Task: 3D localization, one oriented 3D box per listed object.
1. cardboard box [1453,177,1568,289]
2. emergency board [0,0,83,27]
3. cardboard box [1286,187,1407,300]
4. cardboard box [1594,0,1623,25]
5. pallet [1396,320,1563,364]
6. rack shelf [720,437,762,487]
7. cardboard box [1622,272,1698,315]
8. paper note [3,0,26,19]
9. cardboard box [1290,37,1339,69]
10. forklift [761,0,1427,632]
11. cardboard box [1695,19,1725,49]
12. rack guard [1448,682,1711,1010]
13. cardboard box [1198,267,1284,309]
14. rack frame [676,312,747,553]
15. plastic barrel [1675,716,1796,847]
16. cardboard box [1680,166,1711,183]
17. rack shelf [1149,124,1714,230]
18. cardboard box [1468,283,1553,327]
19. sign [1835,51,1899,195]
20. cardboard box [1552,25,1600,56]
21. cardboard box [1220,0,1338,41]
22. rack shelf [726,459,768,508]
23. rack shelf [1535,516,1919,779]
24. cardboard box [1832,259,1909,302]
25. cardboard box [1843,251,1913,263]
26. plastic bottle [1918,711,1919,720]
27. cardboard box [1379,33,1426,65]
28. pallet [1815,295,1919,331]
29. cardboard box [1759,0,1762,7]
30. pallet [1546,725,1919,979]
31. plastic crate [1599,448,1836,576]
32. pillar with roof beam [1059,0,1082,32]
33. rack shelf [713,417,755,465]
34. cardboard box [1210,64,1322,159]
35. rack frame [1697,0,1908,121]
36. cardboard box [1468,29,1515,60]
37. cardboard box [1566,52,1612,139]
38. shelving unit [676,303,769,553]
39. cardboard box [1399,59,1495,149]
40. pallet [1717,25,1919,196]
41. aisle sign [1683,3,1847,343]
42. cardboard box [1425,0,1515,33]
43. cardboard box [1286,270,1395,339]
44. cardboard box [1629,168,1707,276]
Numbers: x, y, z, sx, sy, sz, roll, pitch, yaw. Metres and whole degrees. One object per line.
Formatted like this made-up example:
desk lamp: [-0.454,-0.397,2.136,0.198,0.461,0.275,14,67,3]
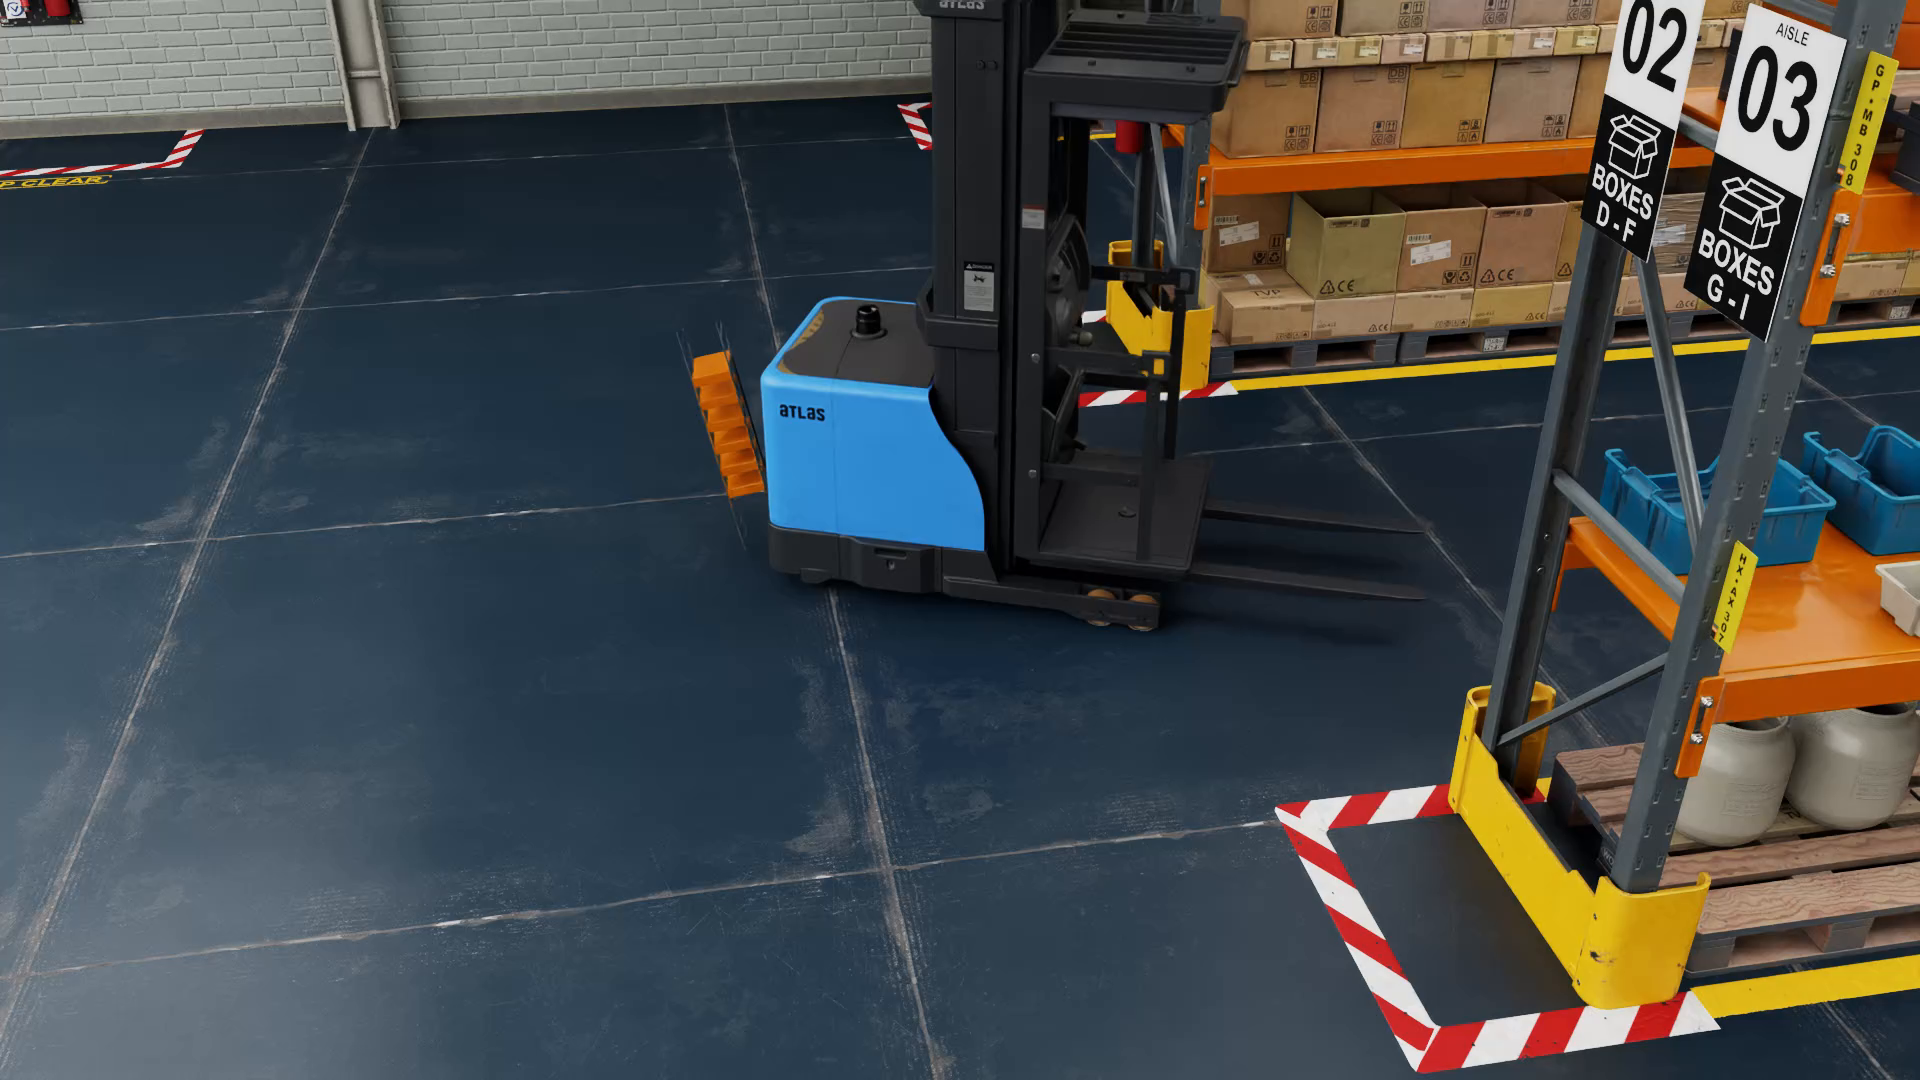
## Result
cardboard box: [3.263,-1.853,10.000,0.500,0.500,0.500,-5,31,-9]
emergency board: [-7.483,-4.671,13.234,0.643,1.169,0.194,-5,31,-9]
cardboard box: [2.279,-1.764,9.849,0.500,0.500,0.500,-5,31,-9]
cardboard box: [3.730,-3.292,9.511,0.500,0.500,0.700,-5,31,-9]
pallet: [3.162,-1.459,10.522,1.213,0.211,1.003,-5,31,-9]
rack shelf: [-1.056,-0.379,8.015,0.180,0.103,0.258,-13,31,0]
cardboard box: [4.244,-1.629,10.360,0.500,0.250,0.500,-5,31,-9]
paper note: [-7.669,-4.309,13.488,0.142,0.148,0.016,-5,31,-9]
cardboard box: [1.904,-2.737,9.207,0.250,0.149,0.380,-6,31,-10]
forklift: [0.665,-1.145,7.305,3.031,2.935,1.130,7,31,11]
cardboard box: [4.167,-2.945,9.561,0.250,0.149,0.380,-5,31,-9]
rack guard: [2.175,1.057,5.959,0.348,0.500,1.175,-5,31,-9]
cardboard box: [1.694,-1.652,10.399,0.500,0.250,0.500,-5,31,-9]
rack frame: [-1.177,-0.496,7.931,0.006,1.200,0.240,-13,31,0]
plastic barrel: [2.742,0.803,5.965,0.421,0.512,0.421,0,30,0]
cardboard box: [4.642,-2.258,10.690,0.500,0.500,0.500,-5,31,-9]
rack shelf: [3.187,-2.333,9.968,4.000,0.370,1.077,-5,31,-9]
cardboard box: [3.263,-1.530,10.191,0.500,0.250,0.500,-5,31,-9]
sign: [2.203,-1.012,4.044,0.005,0.325,0.100,-5,31,-9]
cardboard box: [3.416,-2.876,9.443,0.250,0.149,0.380,-4,31,-7]
cardboard box: [1.734,-3.104,9.190,0.500,0.500,0.700,-5,31,-9]
rack shelf: [-1.033,-0.279,8.077,0.180,0.103,0.258,-13,31,0]
rack shelf: [4.076,0.137,5.767,4.000,0.370,1.077,-5,31,-9]
cardboard box: [5.596,-1.734,10.539,0.500,0.250,0.500,-6,31,-10]
cardboard box: [5.606,-1.976,10.397,0.500,0.311,0.500,-5,31,-9]
plastic bottle: [3.836,0.640,6.529,0.097,0.201,0.097,0,30,0]
cardboard box: [2.398,-2.781,9.281,0.250,0.149,0.380,-6,31,-10]
pallet: [5.872,-1.710,10.950,1.213,0.211,1.003,-5,31,-9]
cardboard box: [4.719,-3.384,9.667,0.500,0.500,0.700,-5,31,-9]
pallet: [2.975,1.110,6.154,1.213,0.211,1.003,-5,31,-9]
plastic crate: [2.547,-0.121,5.643,0.616,0.251,0.499,-5,31,-9]
pillar with roof beam: [1.632,-5.865,9.346,0.400,9.000,9.100,-5,31,-9]
rack shelf: [-1.080,-0.480,7.953,0.180,0.103,0.258,-13,31,0]
cardboard box: [1.681,-2.540,9.511,0.500,0.500,0.700,-5,31,-9]
rack frame: [2.108,-2.576,3.753,0.127,3.000,1.000,-5,31,-9]
cardboard box: [2.911,-2.830,9.365,0.250,0.149,0.380,-6,31,-10]
cardboard box: [3.707,-2.730,9.834,0.500,0.500,0.700,-5,31,-8]
shelving unit: [-1.088,-0.517,7.931,0.189,1.200,0.258,-13,31,0]
cardboard box: [2.687,-2.632,9.669,0.500,0.500,0.700,-5,31,-9]
pallet: [2.940,-1.229,4.607,1.213,0.211,1.003,-5,31,-9]
aisle sign: [2.090,-0.958,4.356,0.004,0.787,0.394,-5,31,-9]
cardboard box: [2.746,-3.201,9.356,0.500,0.500,0.700,-5,31,-9]
cardboard box: [2.279,-1.442,10.041,0.500,0.250,0.500,-5,31,-9]
cardboard box: [4.244,-1.953,10.171,0.500,0.500,0.500,-5,31,-9]
